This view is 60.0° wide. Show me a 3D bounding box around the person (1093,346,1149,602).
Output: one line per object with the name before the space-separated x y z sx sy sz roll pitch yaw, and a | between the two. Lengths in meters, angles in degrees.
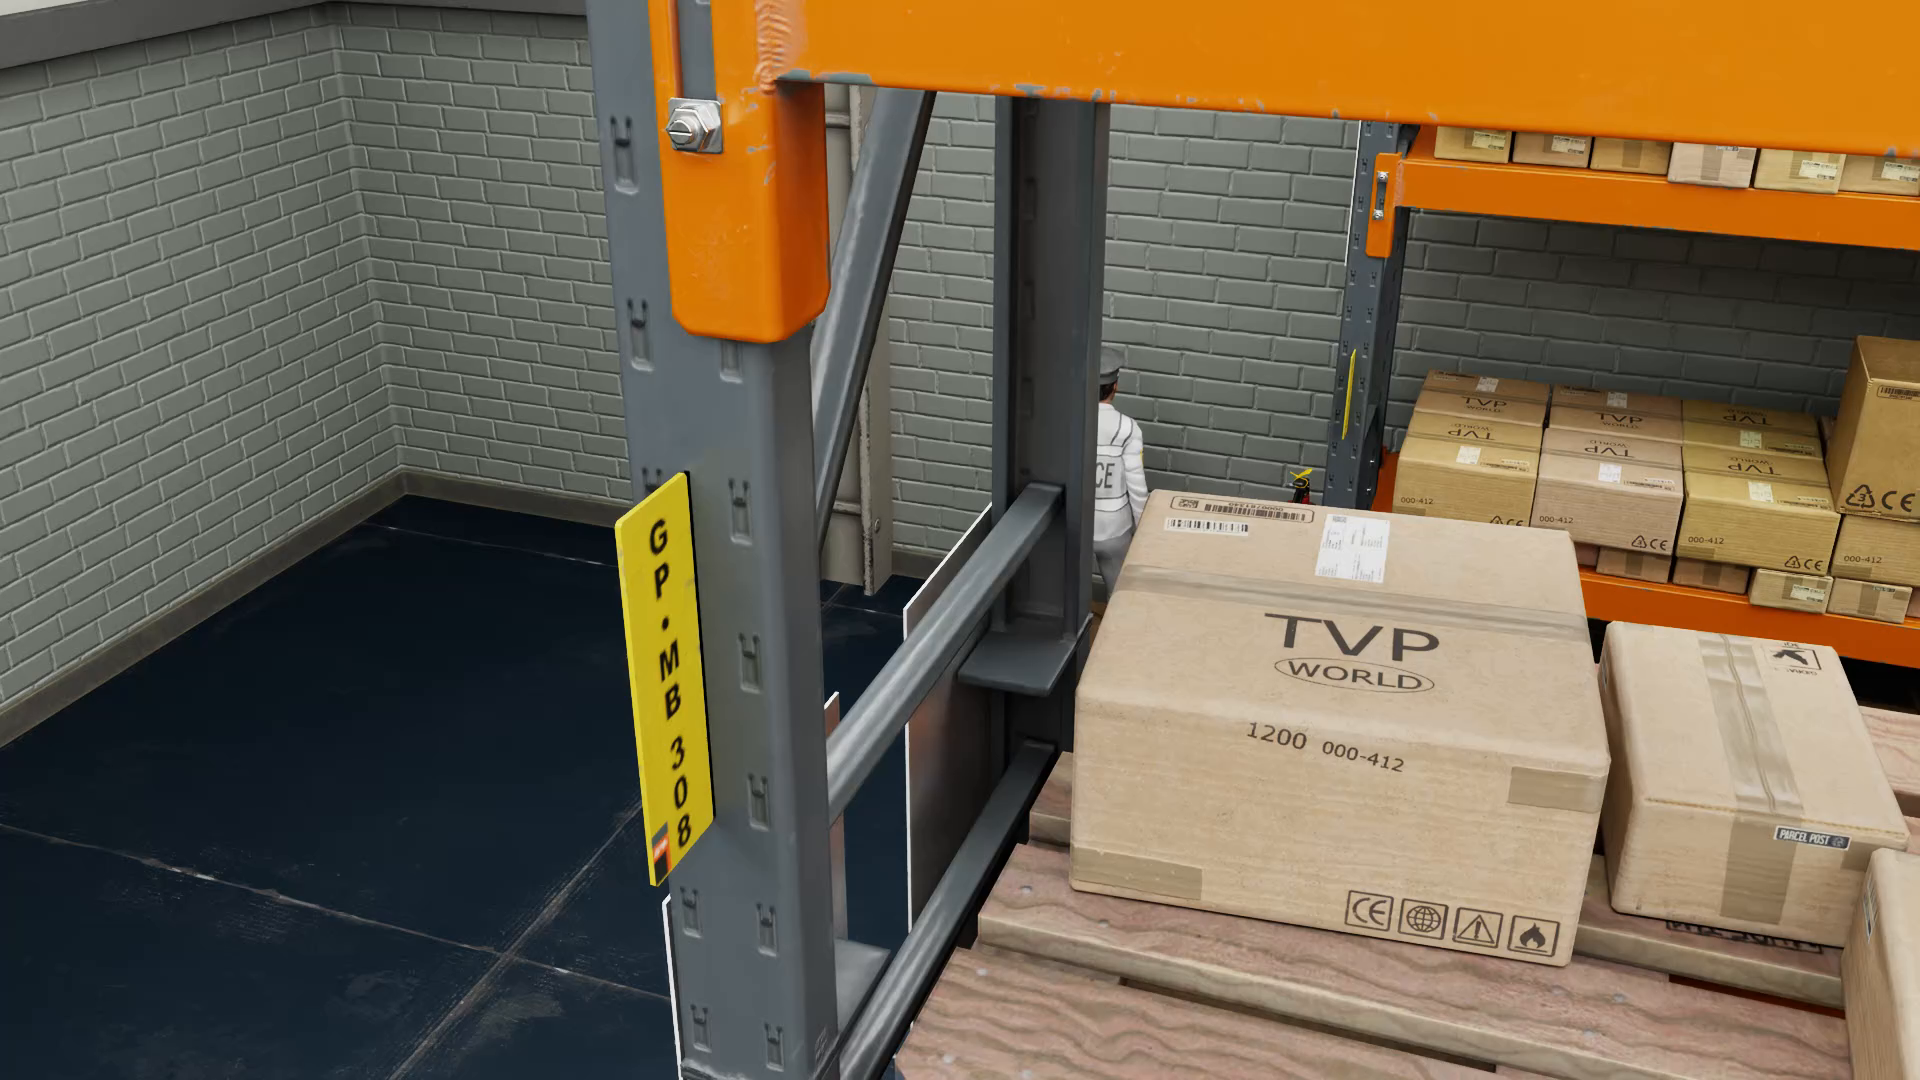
person | 0.624 -0.056 7.722 0.526 1.663 0.376 9 27 17
